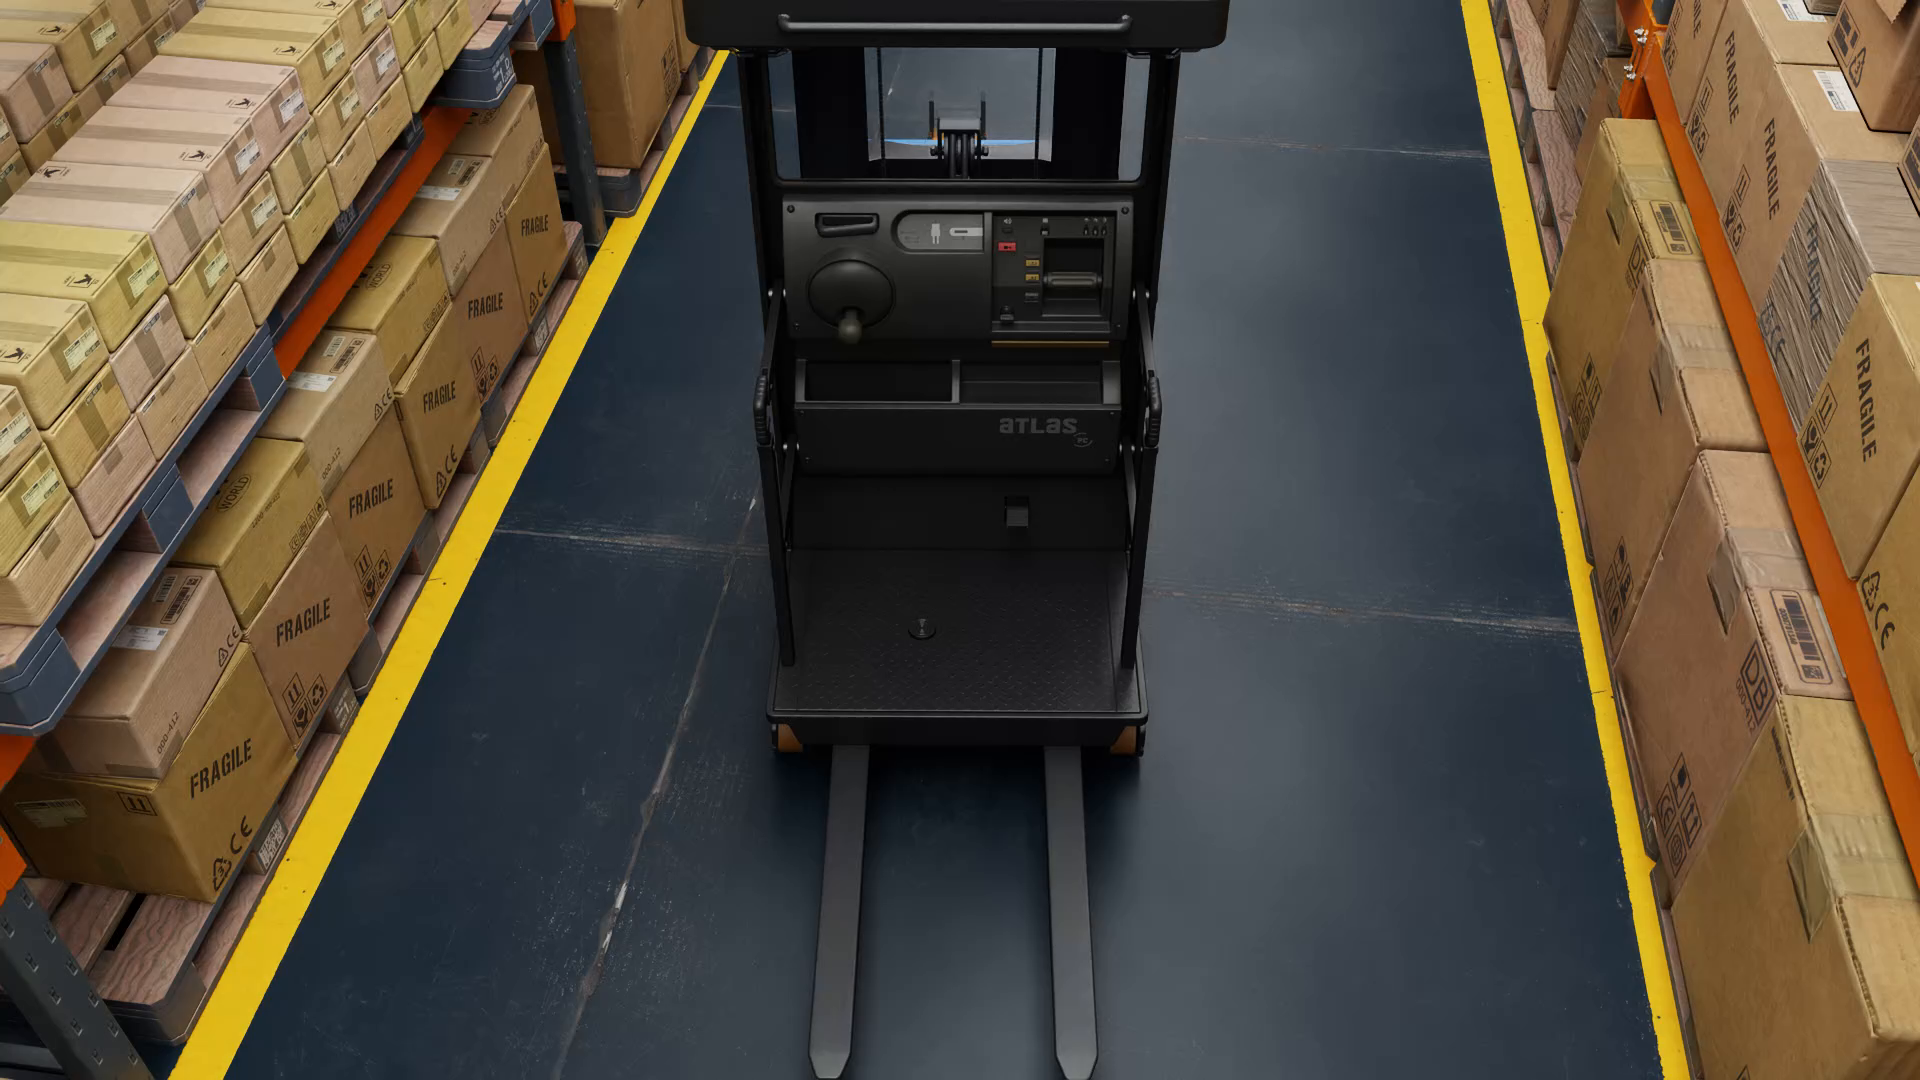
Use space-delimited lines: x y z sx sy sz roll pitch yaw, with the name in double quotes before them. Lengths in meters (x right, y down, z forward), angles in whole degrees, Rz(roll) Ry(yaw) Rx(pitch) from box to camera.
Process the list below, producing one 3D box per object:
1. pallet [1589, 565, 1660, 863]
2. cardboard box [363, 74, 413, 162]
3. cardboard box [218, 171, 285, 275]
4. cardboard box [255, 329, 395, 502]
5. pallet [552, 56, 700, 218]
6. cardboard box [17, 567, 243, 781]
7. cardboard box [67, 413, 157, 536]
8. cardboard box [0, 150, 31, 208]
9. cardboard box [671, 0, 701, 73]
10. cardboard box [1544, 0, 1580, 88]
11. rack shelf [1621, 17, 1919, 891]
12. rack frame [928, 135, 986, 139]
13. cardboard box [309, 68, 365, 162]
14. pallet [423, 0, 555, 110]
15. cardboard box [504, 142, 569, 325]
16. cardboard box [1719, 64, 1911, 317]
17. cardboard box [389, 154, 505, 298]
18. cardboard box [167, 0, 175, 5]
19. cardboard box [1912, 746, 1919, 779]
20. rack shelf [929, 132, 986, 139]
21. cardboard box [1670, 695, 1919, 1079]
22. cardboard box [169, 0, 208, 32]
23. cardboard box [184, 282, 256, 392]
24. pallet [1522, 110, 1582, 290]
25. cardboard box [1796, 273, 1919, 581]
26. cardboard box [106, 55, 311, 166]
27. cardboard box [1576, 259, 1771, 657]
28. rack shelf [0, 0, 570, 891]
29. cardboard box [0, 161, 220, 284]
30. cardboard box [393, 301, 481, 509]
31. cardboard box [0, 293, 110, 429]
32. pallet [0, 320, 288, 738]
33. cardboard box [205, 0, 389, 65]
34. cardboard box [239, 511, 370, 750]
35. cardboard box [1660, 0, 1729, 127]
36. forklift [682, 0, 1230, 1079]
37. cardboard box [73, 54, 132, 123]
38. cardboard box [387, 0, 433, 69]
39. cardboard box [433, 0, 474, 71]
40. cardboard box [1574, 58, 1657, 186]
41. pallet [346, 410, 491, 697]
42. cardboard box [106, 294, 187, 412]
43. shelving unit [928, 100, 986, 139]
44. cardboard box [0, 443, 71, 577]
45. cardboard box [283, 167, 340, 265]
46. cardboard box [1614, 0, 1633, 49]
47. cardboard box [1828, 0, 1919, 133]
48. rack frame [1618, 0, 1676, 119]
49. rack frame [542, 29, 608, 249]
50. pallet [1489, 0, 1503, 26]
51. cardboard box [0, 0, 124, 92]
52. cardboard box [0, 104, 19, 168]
"pallet" 2.545 0.482 5.087 1.003 0.211 1.213 5 44 6
"cardboard box" -1.800 -1.219 4.733 0.380 0.149 0.250 6 44 7
"cardboard box" -1.903 -0.794 4.067 0.380 0.149 0.250 7 44 7
"cardboard box" -2.045 -0.391 4.948 0.500 0.250 0.500 7 44 7
"pallet" -1.836 -1.928 7.632 1.003 0.211 1.213 5 44 6
"cardboard box" -2.185 0.320 4.198 0.500 0.250 0.500 3 44 4
"cardboard box" -2.005 -0.161 3.616 0.380 0.149 0.250 6 44 6
"cardboard box" -2.550 -0.854 4.132 0.380 0.149 0.250 3 44 3
"cardboard box" -1.733 -2.748 7.802 1.050 0.750 0.750 6 44 6
"cardboard box" 3.085 -2.367 7.566 0.700 0.500 0.500 9 44 9
"rack shelf" 2.623 -0.266 4.372 1.077 0.370 4.000 5 44 6
"rack frame" -0.011 -1.001 6.043 0.200 1.050 0.008 0 43 0
"cardboard box" -1.831 -1.146 4.439 0.380 0.149 0.250 4 44 5
"pallet" -2.004 -1.845 5.656 1.213 0.211 1.003 5 44 6
"cardboard box" -1.843 -1.182 6.329 0.500 0.500 0.500 5 44 5
"cardboard box" 2.424 -0.919 4.466 0.500 0.500 0.500 5 44 5
"cardboard box" -1.902 -1.092 5.688 0.500 0.250 0.500 6 44 6
"cardboard box" -2.408 -1.674 4.781 0.380 0.149 0.250 7 44 7
"cardboard box" 2.150 0.456 3.014 0.500 0.500 0.500 5 44 6
"rack shelf" -0.010 -1.283 5.944 0.215 0.259 0.240 0 43 0
"cardboard box" 2.424 1.017 3.734 1.225 0.875 0.875 5 44 6
"cardboard box" -2.411 -1.559 4.876 0.380 0.149 0.250 5 44 6
"cardboard box" -1.934 -0.502 3.976 0.380 0.149 0.250 6 44 6
"pallet" 2.992 -1.410 7.085 1.003 0.211 1.213 5 44 6
"cardboard box" 2.284 -0.237 3.746 0.500 0.500 0.500 5 44 5
"cardboard box" -1.866 -1.069 4.142 0.380 0.149 0.250 7 44 7
"cardboard box" 2.650 -0.196 5.015 1.225 0.875 0.875 5 44 6
"rack shelf" -2.280 -0.785 4.921 1.077 0.370 4.000 5 44 6
"cardboard box" -1.933 -0.722 3.776 0.380 0.149 0.250 5 44 5
"cardboard box" -1.969 -0.467 5.574 0.500 0.500 0.500 3 44 4
"cardboard box" -2.005 -0.378 3.412 0.380 0.149 0.250 6 44 7
"pallet" -2.299 -0.122 3.836 1.003 0.211 1.213 5 44 6
"cardboard box" -1.799 -1.430 4.523 0.380 0.149 0.250 7 44 8
"cardboard box" -2.115 0.231 4.837 0.500 0.500 0.500 7 44 7
"cardboard box" 2.554 -1.620 5.206 0.500 0.500 0.500 6 44 7
"forklift" -0.005 -0.632 4.285 1.130 2.935 3.031 0 43 0
"cardboard box" -2.479 -1.206 4.503 0.380 0.149 0.250 7 44 7
"cardboard box" -1.764 -1.499 4.813 0.380 0.149 0.250 5 44 5
"cardboard box" -1.730 -1.579 5.113 0.380 0.149 0.250 5 44 5
"cardboard box" 2.956 -1.600 6.757 0.700 0.500 0.500 3 44 3
"pallet" -2.284 -0.036 5.634 1.003 0.211 1.213 5 44 6
"cardboard box" -1.970 -0.432 3.686 0.380 0.149 0.250 6 44 7
"shelving unit" -0.010 -1.085 6.132 0.215 1.050 0.252 0 43 0
"cardboard box" -2.036 -0.080 3.313 0.380 0.149 0.250 6 44 6
"cardboard box" -1.869 -0.862 4.356 0.380 0.149 0.250 5 44 5
"cardboard box" 3.007 -2.236 6.883 0.500 0.250 0.500 10 44 10
"cardboard box" 2.686 -1.350 4.192 0.797 0.503 0.637 6 44 6
"rack frame" 2.888 -1.890 5.564 1.000 3.000 0.127 5 44 6
"rack frame" -2.015 -2.410 6.113 1.000 3.000 0.127 5 44 6
"pallet" 3.315 -3.073 8.842 1.003 0.211 1.213 5 44 6
"cardboard box" -2.477 -1.324 4.411 0.380 0.149 0.250 5 44 5
"cardboard box" -2.543 -0.957 4.024 0.380 0.149 0.250 4 44 4
